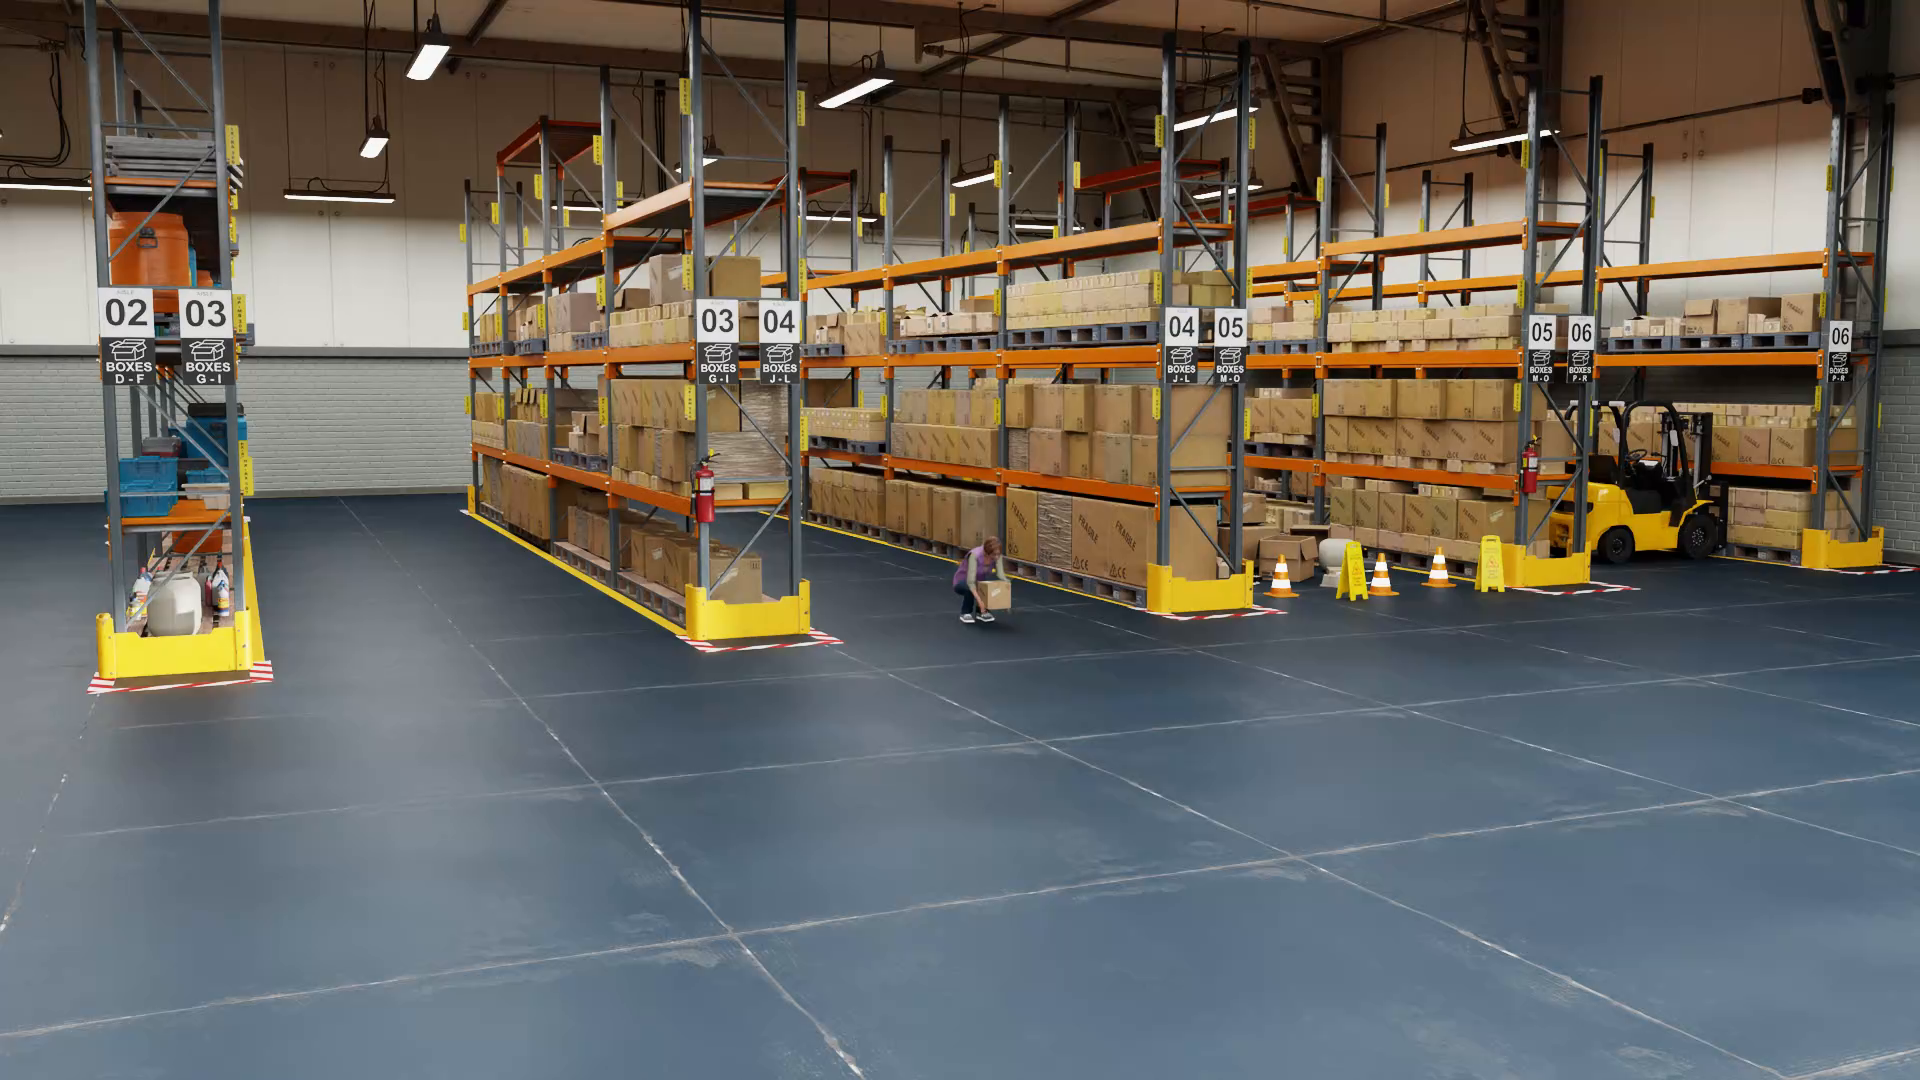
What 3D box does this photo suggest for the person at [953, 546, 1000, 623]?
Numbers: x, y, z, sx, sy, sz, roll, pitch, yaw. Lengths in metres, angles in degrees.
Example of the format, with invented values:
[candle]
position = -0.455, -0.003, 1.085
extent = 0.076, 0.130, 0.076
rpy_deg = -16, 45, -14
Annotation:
[person]
position = 0.165, 0.436, 16.924
extent = 0.394, 0.796, 0.535
rpy_deg = -3, 6, -24
